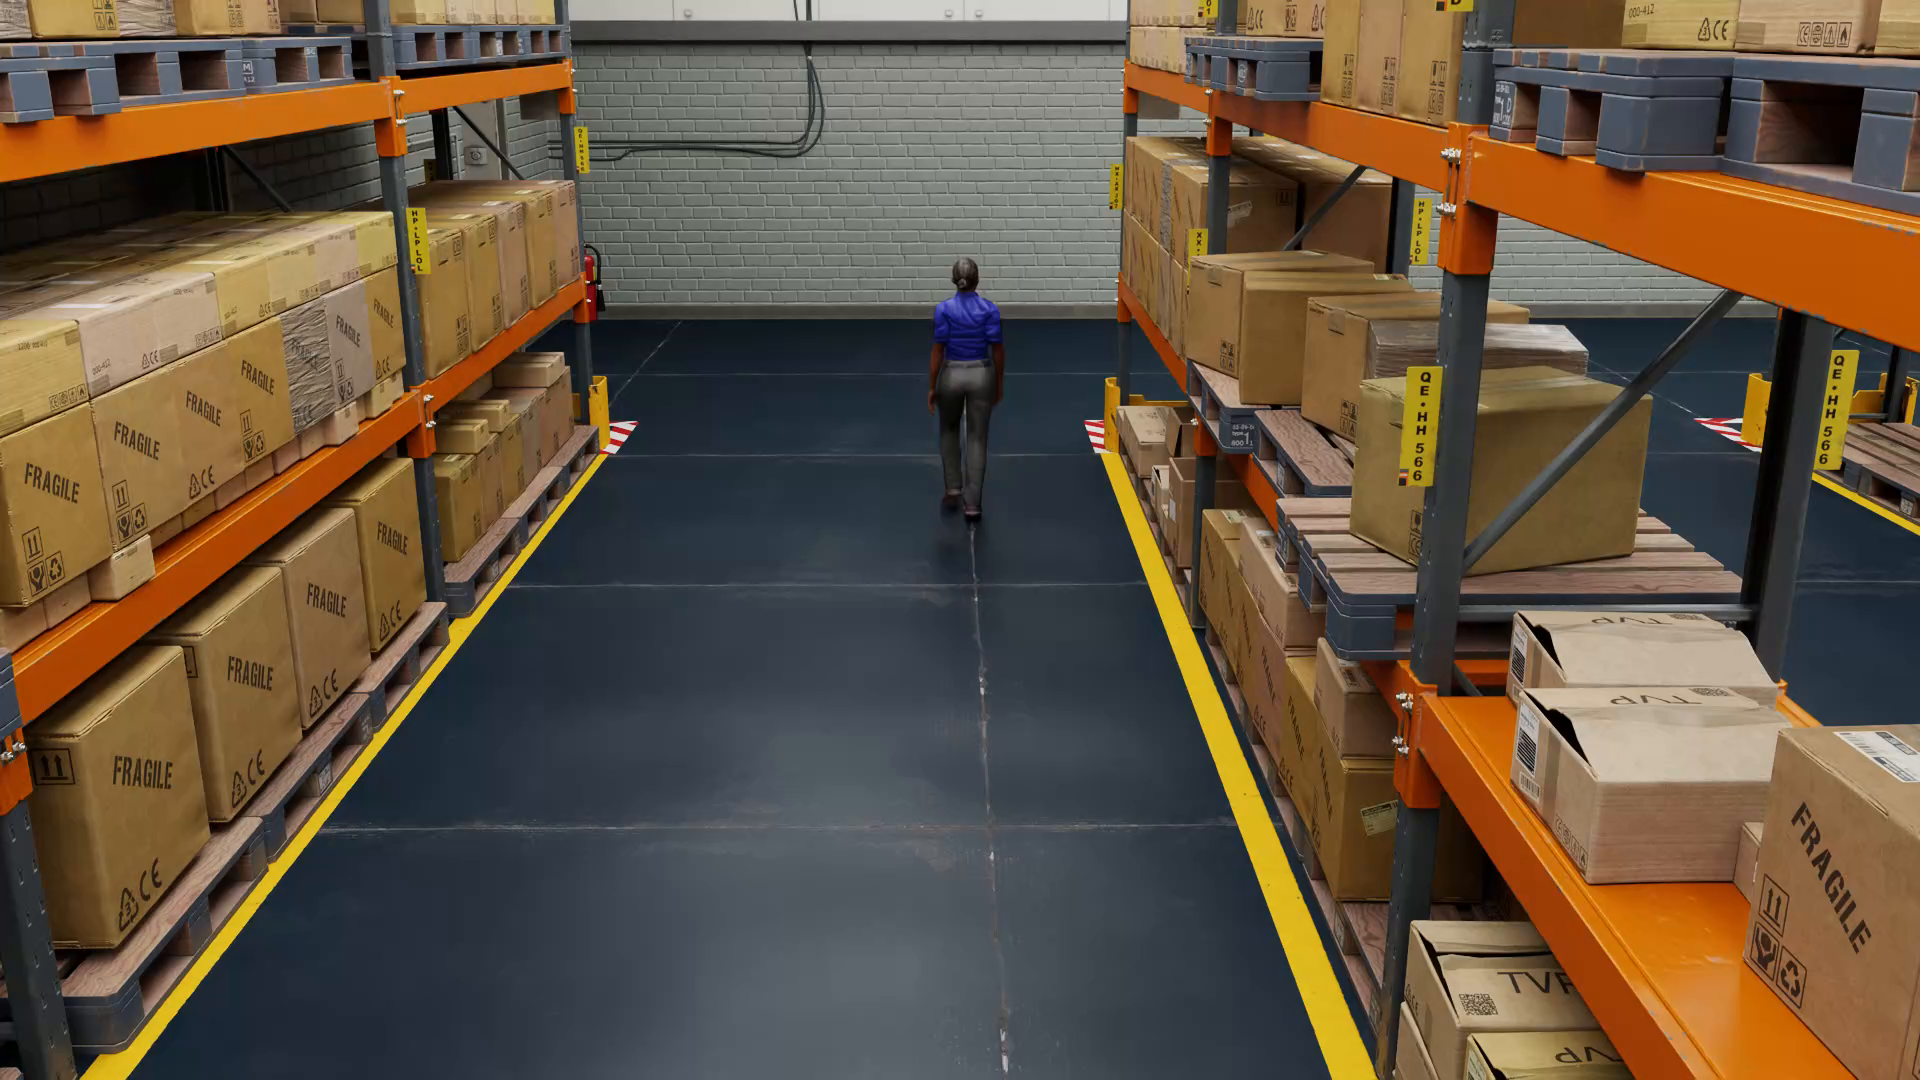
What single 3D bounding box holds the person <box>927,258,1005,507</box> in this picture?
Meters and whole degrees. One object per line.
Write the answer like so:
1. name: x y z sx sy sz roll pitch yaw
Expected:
1. person: 0.042 -1.030 10.660 0.485 1.558 0.530 1 17 4
